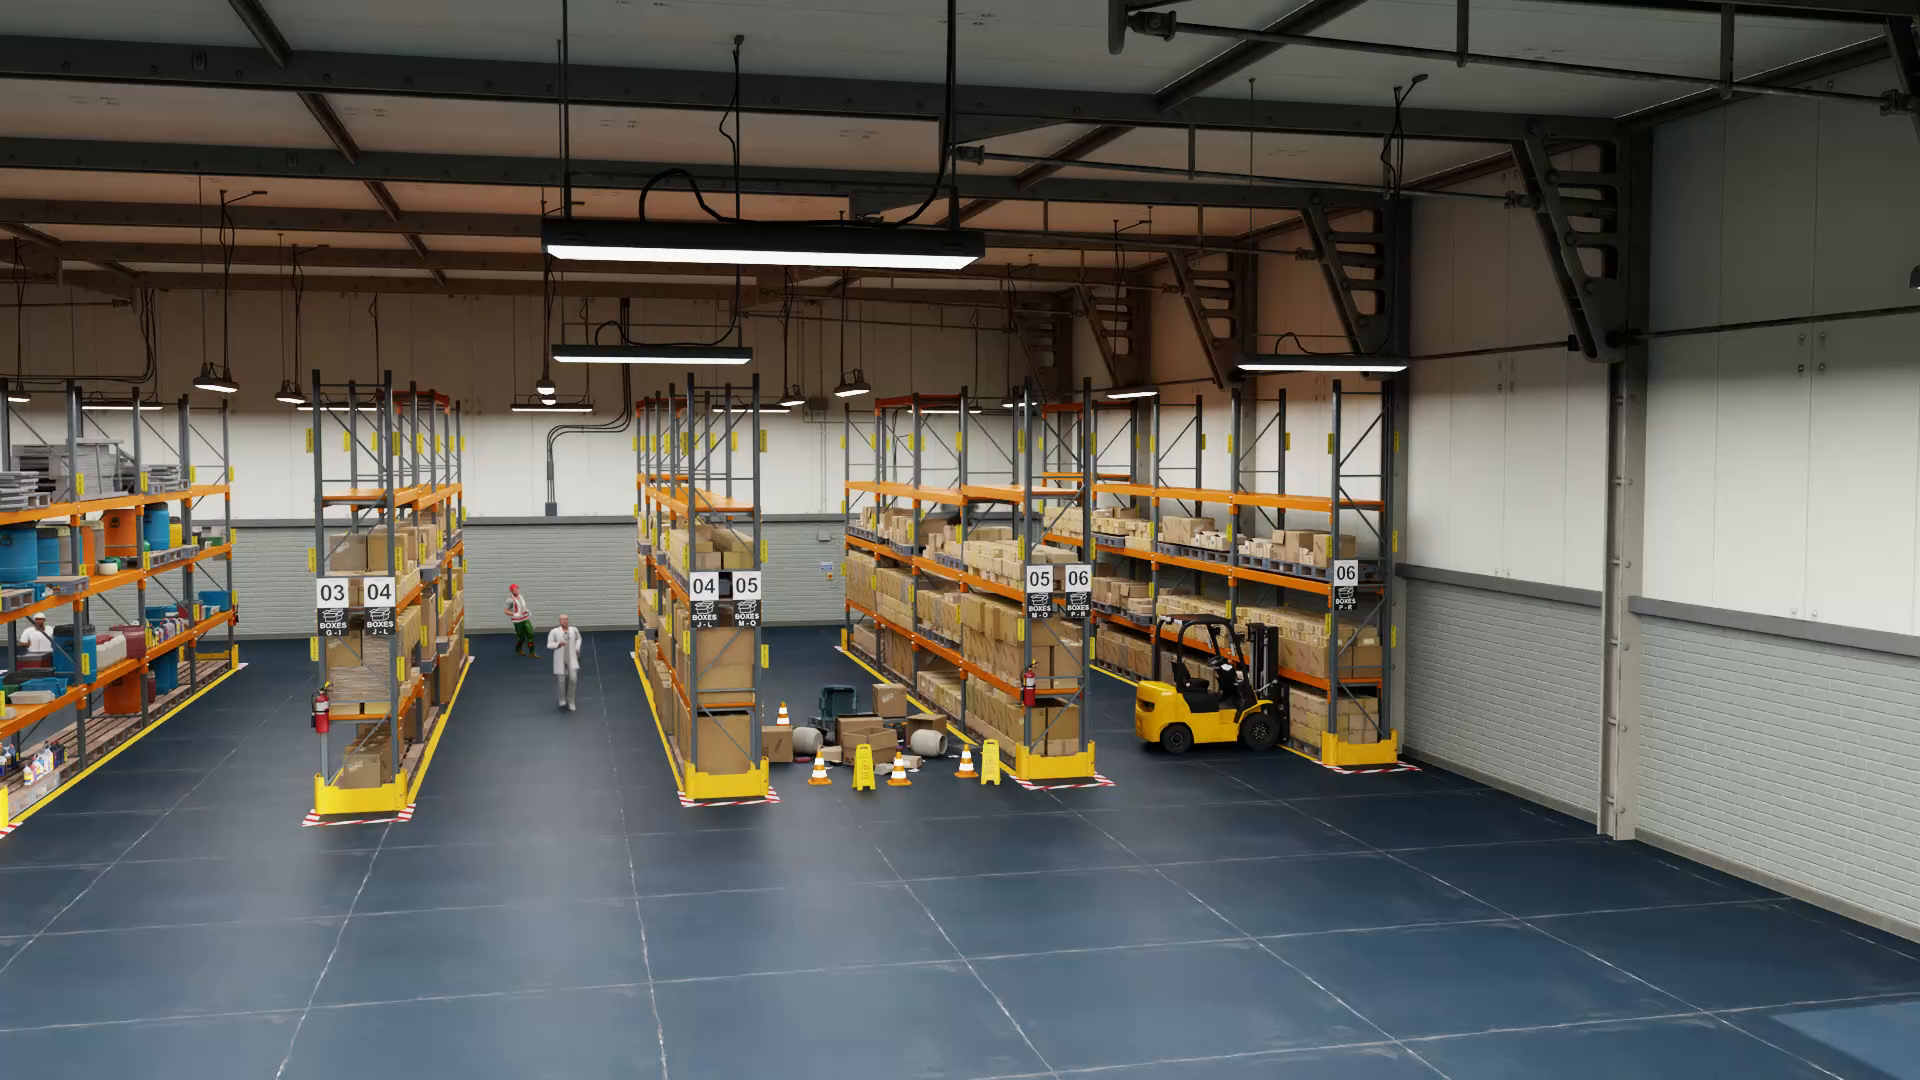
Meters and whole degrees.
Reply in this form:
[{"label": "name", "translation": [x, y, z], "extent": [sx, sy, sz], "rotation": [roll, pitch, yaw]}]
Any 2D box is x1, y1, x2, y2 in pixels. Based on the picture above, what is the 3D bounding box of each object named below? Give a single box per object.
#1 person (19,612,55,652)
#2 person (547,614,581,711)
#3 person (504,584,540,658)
[{"label": "person", "translation": [-17.540, 2.282, 31.718], "extent": [0.677, 1.823, 0.738], "rotation": [-1, 3, -19]}, {"label": "person", "translation": [-7.431, 2.309, 31.340], "extent": [0.685, 1.826, 0.777], "rotation": [-1, 4, -22]}, {"label": "person", "translation": [-10.228, 1.886, 38.595], "extent": [0.823, 1.741, 0.670], "rotation": [3, 4, 38]}]
